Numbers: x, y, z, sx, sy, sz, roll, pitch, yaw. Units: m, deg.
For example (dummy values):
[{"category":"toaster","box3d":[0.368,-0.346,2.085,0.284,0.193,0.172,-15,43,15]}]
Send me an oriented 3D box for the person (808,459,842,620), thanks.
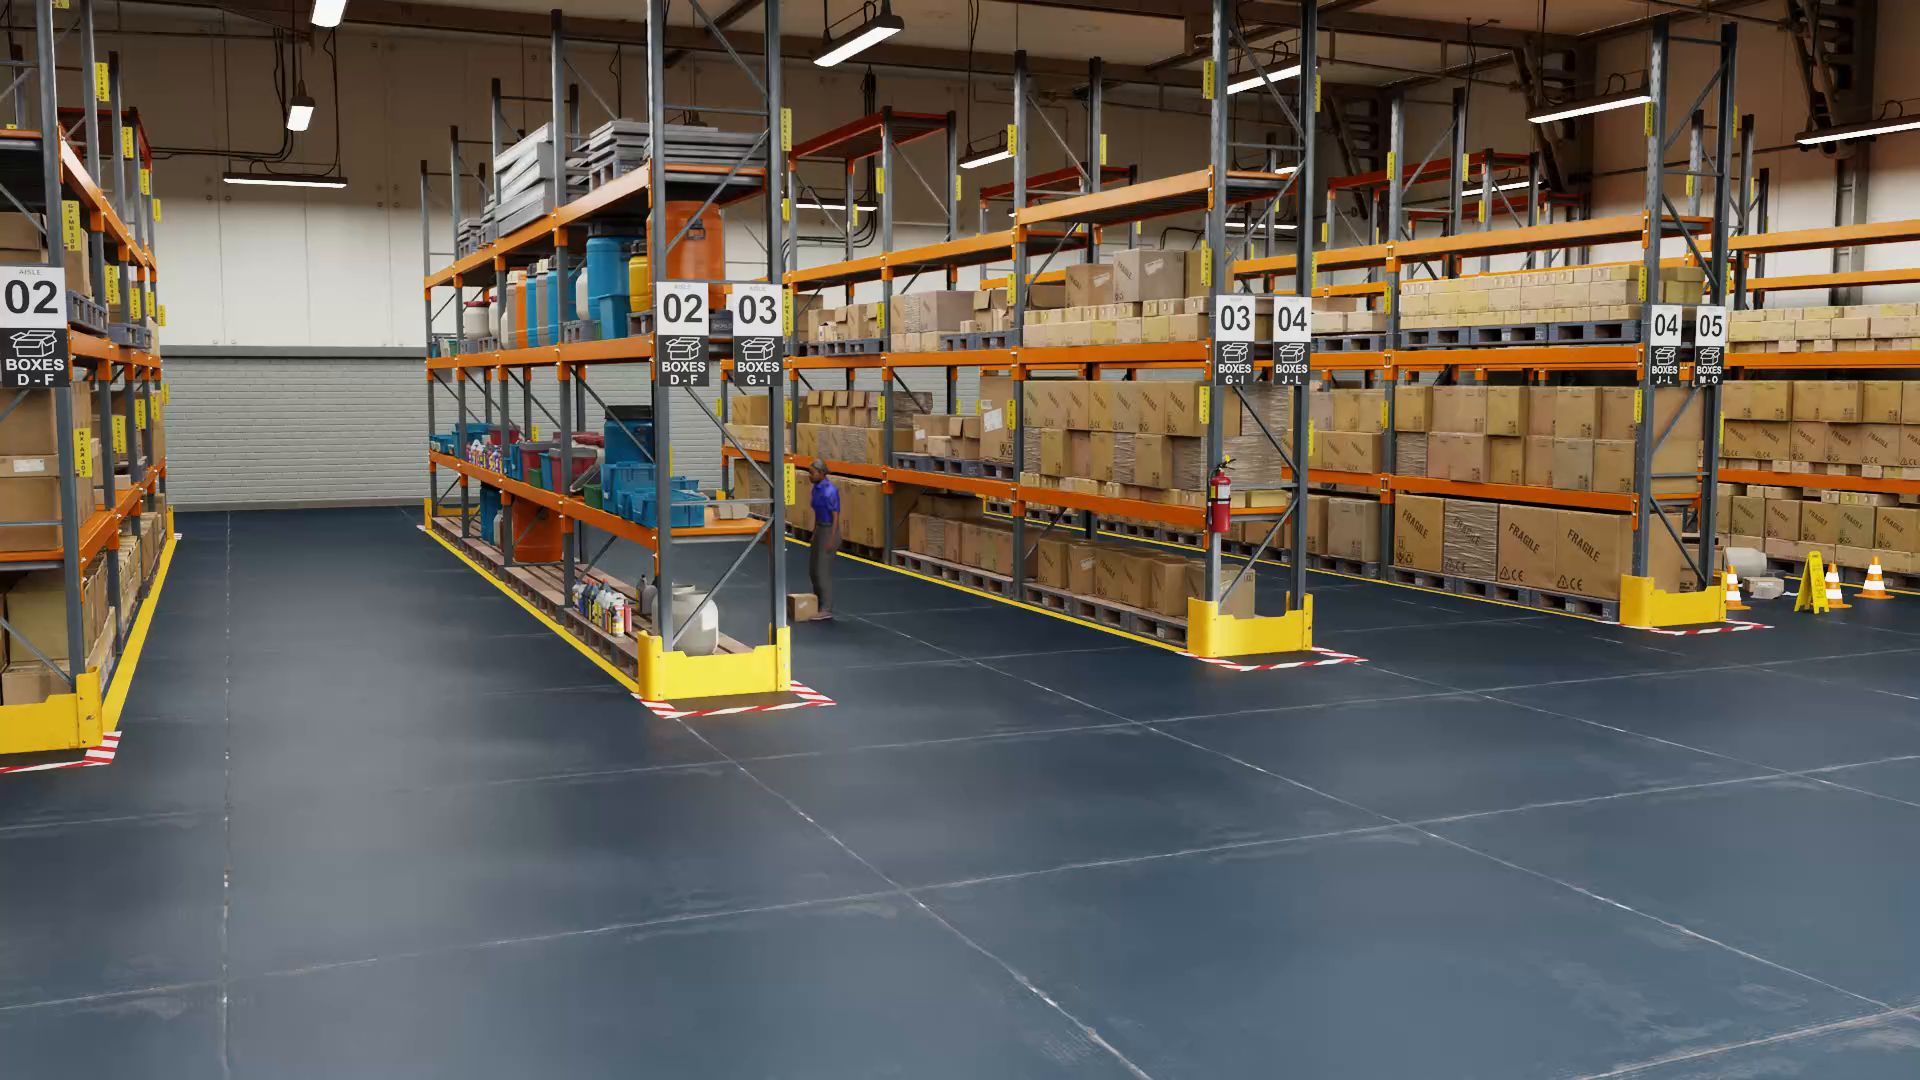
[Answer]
[{"category":"person","box3d":[-1.440,-0.013,17.173,0.402,1.653,0.519,-3,6,-27]}]
